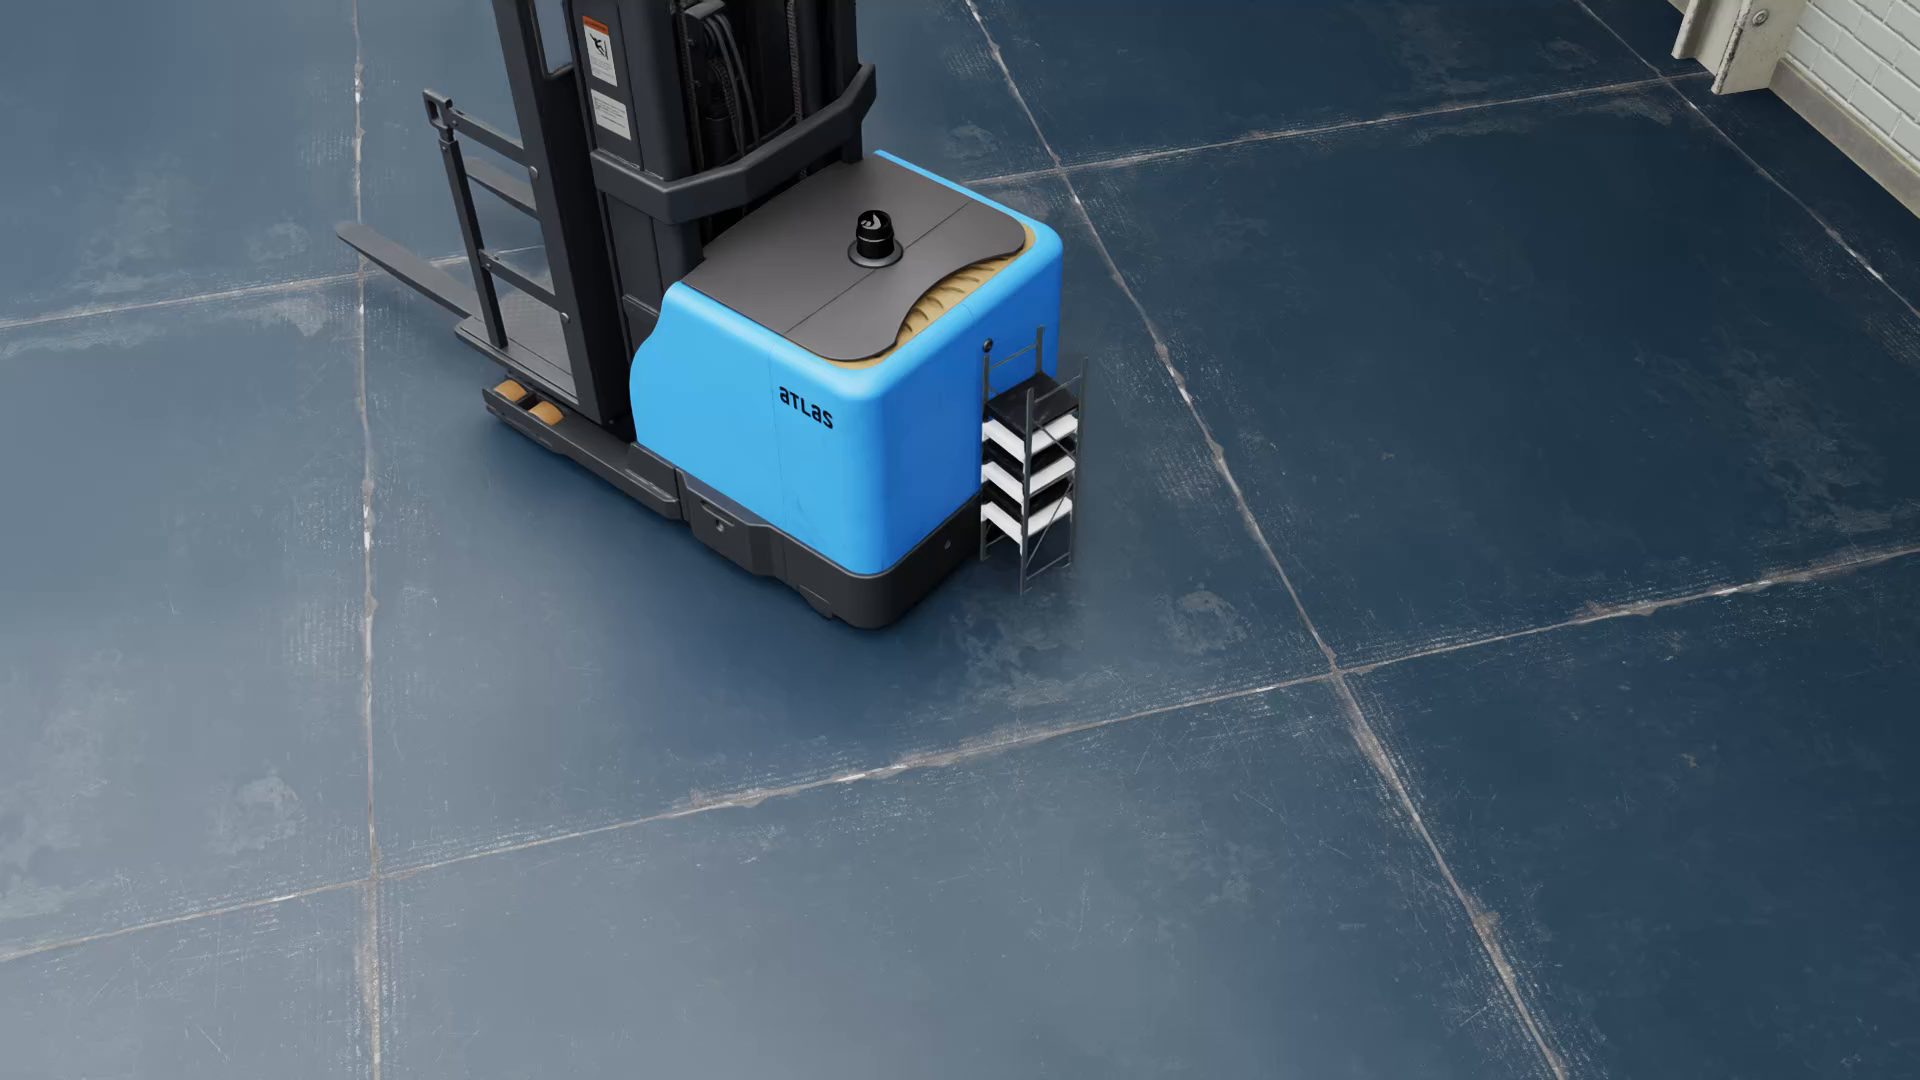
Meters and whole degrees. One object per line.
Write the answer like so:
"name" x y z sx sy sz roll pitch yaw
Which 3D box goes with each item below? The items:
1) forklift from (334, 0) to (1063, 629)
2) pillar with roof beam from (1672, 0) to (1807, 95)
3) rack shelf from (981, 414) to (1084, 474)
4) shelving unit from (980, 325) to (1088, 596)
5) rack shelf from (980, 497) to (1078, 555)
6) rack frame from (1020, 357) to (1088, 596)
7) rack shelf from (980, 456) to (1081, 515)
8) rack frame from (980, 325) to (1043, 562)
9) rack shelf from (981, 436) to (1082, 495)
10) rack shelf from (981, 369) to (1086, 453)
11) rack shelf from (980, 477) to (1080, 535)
"forklift" -1.125 -1.628 5.293 3.031 2.935 1.130 30 53 26
"pillar with roof beam" -0.516 -4.613 3.970 9.100 9.000 0.400 -11 47 -10
"rack shelf" 0.228 -0.342 5.250 0.258 0.077 0.200 -31 53 -27
"shelving unit" 0.228 -0.239 5.354 0.258 0.900 0.210 -31 53 -27
"rack shelf" 0.228 -0.090 5.507 0.258 0.077 0.200 -31 53 -27
"rack frame" 0.294 -0.184 5.300 0.240 0.900 0.006 -31 53 -27
"rack shelf" 0.228 -0.216 5.378 0.258 0.077 0.200 -31 53 -27
"rack frame" 0.163 -0.295 5.409 0.240 0.900 0.006 -31 53 -27
"rack shelf" 0.228 -0.279 5.314 0.258 0.077 0.200 -31 53 -27
"rack shelf" 0.228 -0.405 5.185 0.258 0.077 0.200 -31 53 -27
"rack shelf" 0.228 -0.153 5.443 0.258 0.077 0.200 -31 53 -27
